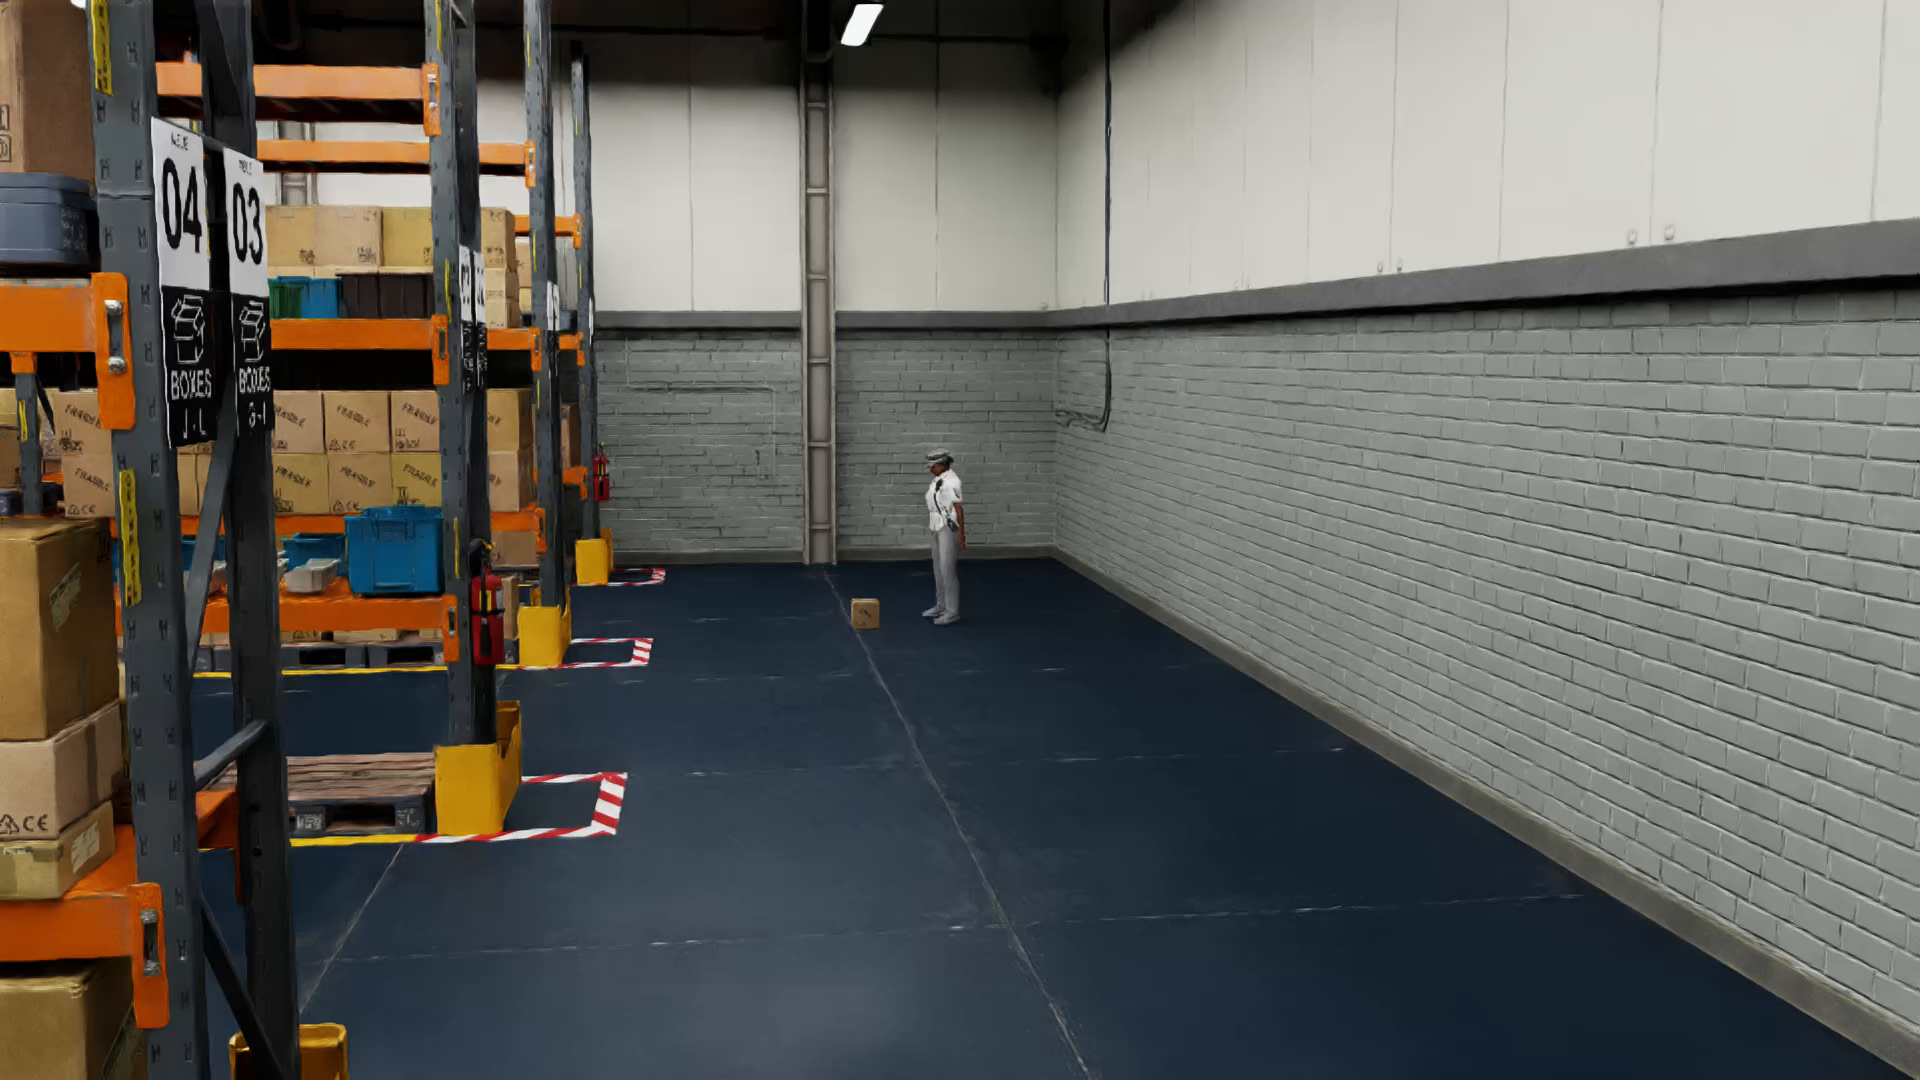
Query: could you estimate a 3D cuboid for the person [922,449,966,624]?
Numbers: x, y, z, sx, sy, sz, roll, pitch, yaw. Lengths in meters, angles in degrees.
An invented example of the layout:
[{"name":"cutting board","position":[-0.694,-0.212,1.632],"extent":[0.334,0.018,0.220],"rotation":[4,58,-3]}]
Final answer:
[{"name":"person","position":[-0.163,-0.049,16.123],"extent":[0.429,1.656,0.623],"rotation":[-3,7,-24]}]
